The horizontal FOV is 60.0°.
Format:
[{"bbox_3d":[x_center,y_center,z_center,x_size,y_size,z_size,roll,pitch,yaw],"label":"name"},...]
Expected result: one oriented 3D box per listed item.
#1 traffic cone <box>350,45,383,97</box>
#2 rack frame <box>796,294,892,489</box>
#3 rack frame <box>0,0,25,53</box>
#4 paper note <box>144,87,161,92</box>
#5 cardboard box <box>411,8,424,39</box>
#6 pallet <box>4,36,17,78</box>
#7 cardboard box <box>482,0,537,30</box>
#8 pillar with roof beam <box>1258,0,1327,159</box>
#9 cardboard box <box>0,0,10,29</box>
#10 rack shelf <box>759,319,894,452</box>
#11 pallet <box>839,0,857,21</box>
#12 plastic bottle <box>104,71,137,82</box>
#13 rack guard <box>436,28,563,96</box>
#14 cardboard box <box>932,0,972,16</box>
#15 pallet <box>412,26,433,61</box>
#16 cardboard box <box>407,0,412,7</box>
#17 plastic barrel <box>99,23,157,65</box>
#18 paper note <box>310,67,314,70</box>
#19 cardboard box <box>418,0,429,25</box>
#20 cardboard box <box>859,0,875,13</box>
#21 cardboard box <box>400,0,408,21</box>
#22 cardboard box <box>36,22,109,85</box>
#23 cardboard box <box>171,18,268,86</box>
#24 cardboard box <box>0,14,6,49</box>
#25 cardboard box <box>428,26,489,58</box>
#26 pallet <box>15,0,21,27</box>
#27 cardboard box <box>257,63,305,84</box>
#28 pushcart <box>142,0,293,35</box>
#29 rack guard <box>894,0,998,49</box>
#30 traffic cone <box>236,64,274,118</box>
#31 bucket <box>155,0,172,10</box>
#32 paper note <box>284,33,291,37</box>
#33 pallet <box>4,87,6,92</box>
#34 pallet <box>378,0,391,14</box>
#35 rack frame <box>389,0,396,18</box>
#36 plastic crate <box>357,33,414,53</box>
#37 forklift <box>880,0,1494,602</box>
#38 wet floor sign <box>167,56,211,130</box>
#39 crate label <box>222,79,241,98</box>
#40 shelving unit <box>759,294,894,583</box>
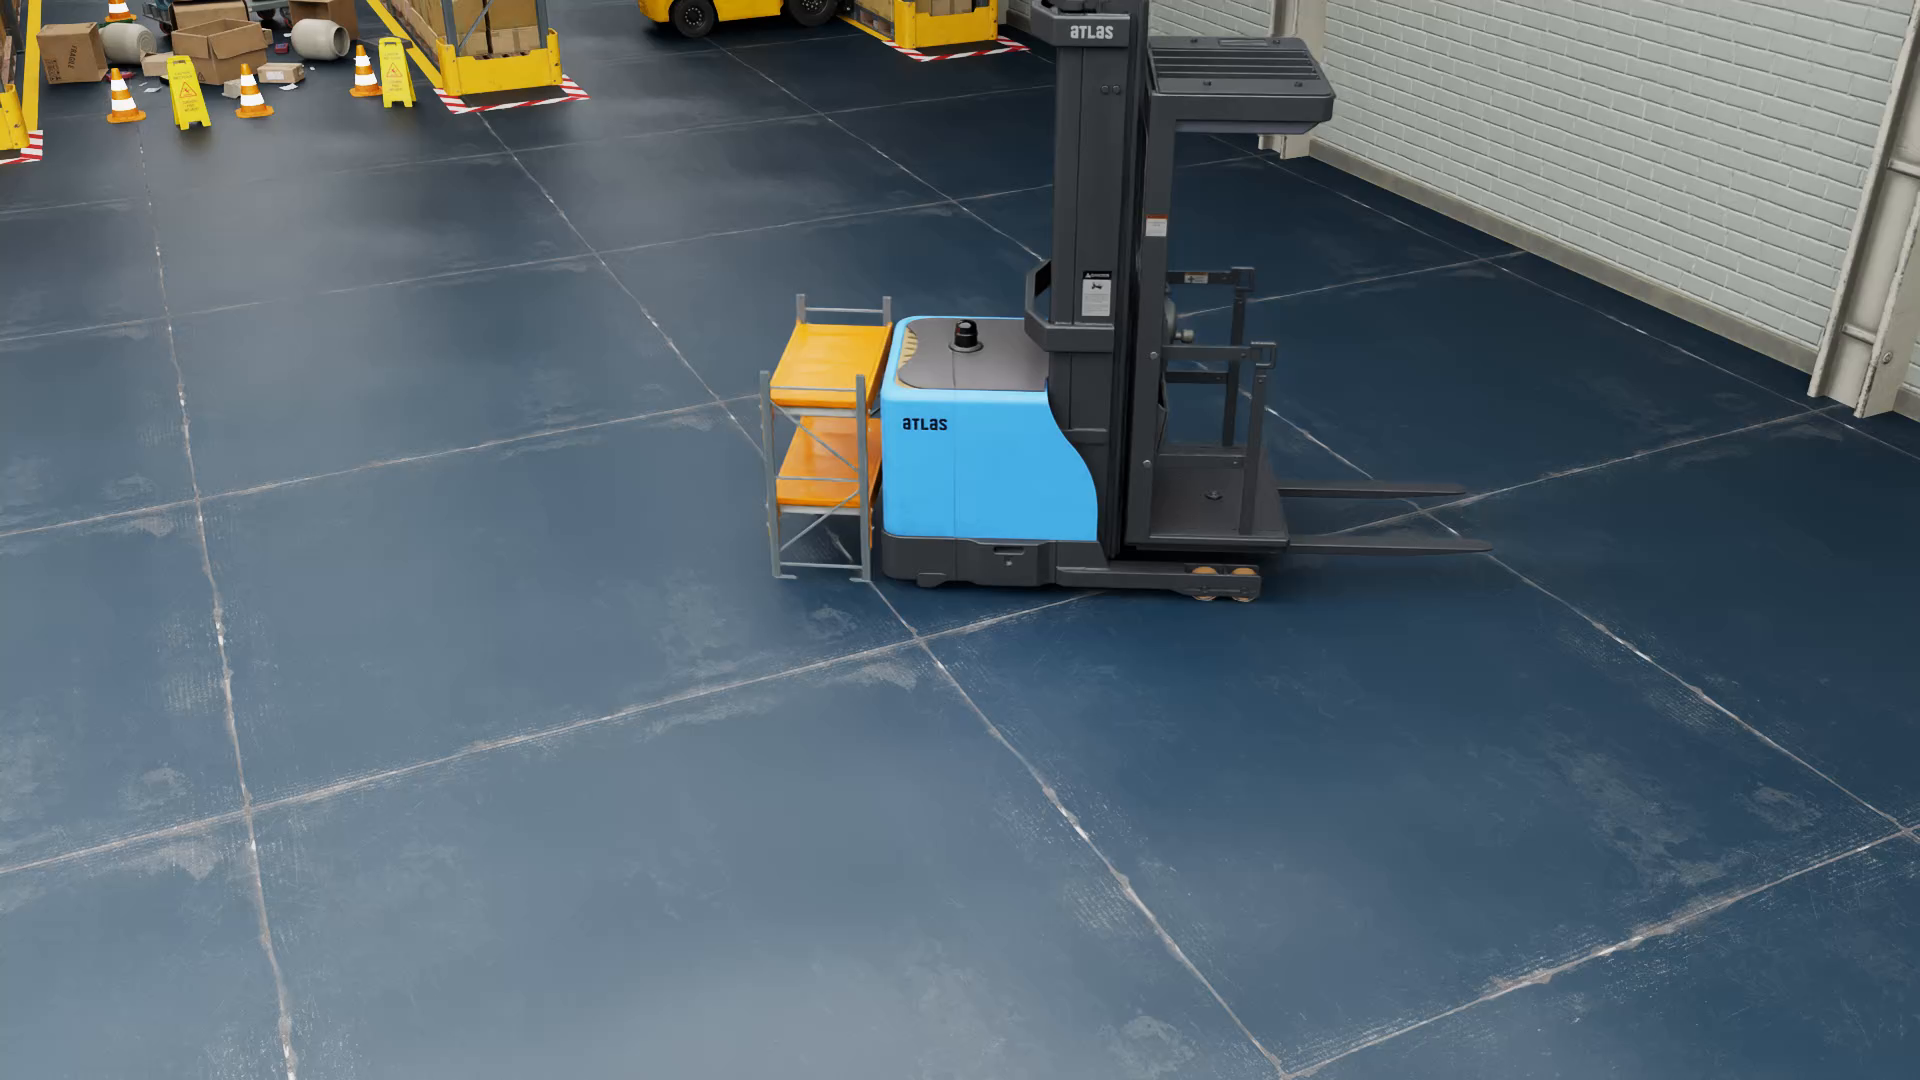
[{"bbox_3d":[-5.993,-4.737,16.724,0.336,0.463,0.334,-13,32,-22],"label":"traffic cone"},{"bbox_3d":[-0.610,-0.790,9.009,0.500,1.125,0.032,2,29,4],"label":"rack frame"},{"bbox_3d":[-10.788,-6.607,17.466,1.000,3.000,0.127,-13,32,-22],"label":"rack frame"},{"bbox_3d":[-8.193,-4.575,16.880,0.144,0.017,0.142,-3,29,-5],"label":"paper note"},{"bbox_3d":[-5.679,-5.669,18.175,0.500,0.250,0.500,-14,32,-24],"label":"cardboard box"},{"bbox_3d":[-10.532,-5.039,17.520,1.003,0.211,1.213,-13,32,-22],"label":"pallet"},{"bbox_3d":[-4.751,-5.660,17.392,0.500,0.500,0.500,-14,32,-24],"label":"cardboard box"},{"bbox_3d":[-0.959,-6.527,11.190,9.100,9.000,0.400,-13,32,-22],"label":"pillar with roof beam"},{"bbox_3d":[-11.136,-6.064,18.369,1.050,0.750,0.750,-13,32,-22],"label":"cardboard box"},{"bbox_3d":[-0.654,-0.798,8.424,0.538,0.278,1.000,2,29,4],"label":"rack shelf"},{"bbox_3d":[-1.048,-6.619,20.338,1.003,0.211,1.213,-13,32,-22],"label":"pallet"},{"bbox_3d":[-8.730,-4.829,17.299,0.133,0.061,0.283,26,38,38],"label":"plastic bottle"},{"bbox_3d":[-4.676,-4.868,16.919,1.175,0.500,0.348,-13,32,-22],"label":"rack guard"},{"bbox_3d":[-0.196,-6.210,19.140,0.500,0.250,0.500,-13,32,-22],"label":"cardboard box"},{"bbox_3d":[-5.513,-5.646,18.603,1.003,0.211,1.213,-13,32,-22],"label":"pallet"},{"bbox_3d":[-5.890,-6.221,18.393,0.500,0.500,0.500,-11,31,-19],"label":"cardboard box"},{"bbox_3d":[-8.916,-5.304,17.777,0.512,0.421,0.421,7,30,13],"label":"plastic barrel"},{"bbox_3d":[-6.891,-5.018,17.689,0.032,0.001,0.123,-13,32,-22],"label":"paper note"},{"bbox_3d":[-5.450,-5.764,17.578,0.500,0.500,0.500,-12,31,-20],"label":"cardboard box"},{"bbox_3d":[-0.854,-6.315,19.327,0.500,0.250,0.500,-13,32,-22],"label":"cardboard box"},{"bbox_3d":[-6.112,-6.124,18.987,0.500,0.250,0.500,-11,31,-19],"label":"cardboard box"},{"bbox_3d":[-9.195,-5.048,17.238,0.500,0.500,0.500,-8,30,-13],"label":"cardboard box"},{"bbox_3d":[-7.684,-5.080,17.294,0.637,0.503,0.797,13,32,21],"label":"cardboard box"},{"bbox_3d":[-10.581,-5.571,17.361,0.875,0.875,0.875,-13,32,-21],"label":"cardboard box"},{"bbox_3d":[-5.244,-5.219,17.373,0.500,0.250,0.500,-13,32,-22],"label":"cardboard box"},{"bbox_3d":[-11.715,-6.256,19.690,1.003,0.211,1.213,-13,32,-22],"label":"pallet"},{"bbox_3d":[-7.030,-4.835,17.221,0.380,0.149,0.250,2,29,4],"label":"cardboard box"},{"bbox_3d":[-8.399,-6.047,19.147,0.936,0.377,1.648,26,38,38],"label":"pushcart"},{"bbox_3d":[-0.152,-5.867,18.702,1.175,0.500,0.348,-13,32,-22],"label":"rack guard"},{"bbox_3d":[-6.850,-4.354,16.041,0.336,0.463,0.334,-13,32,-22],"label":"traffic cone"},{"bbox_3d":[-8.647,-6.266,18.651,0.726,0.611,0.620,-3,19,-5],"label":"bucket"},{"bbox_3d":[-7.674,-5.804,19.069,0.148,0.019,0.142,-13,32,-22],"label":"paper note"},{"bbox_3d":[-9.485,-3.961,15.598,1.003,0.211,1.213,-13,32,-22],"label":"pallet"},{"bbox_3d":[-6.696,-6.819,20.694,1.003,0.211,1.213,-13,32,-22],"label":"pallet"},{"bbox_3d":[-6.361,-7.691,19.399,1.000,3.000,0.127,-13,32,-22],"label":"rack frame"},{"bbox_3d":[-6.427,-5.552,18.569,0.583,0.080,0.402,26,38,38],"label":"plastic crate"},{"bbox_3d":[1.145,-1.241,7.966,3.031,2.935,1.130,1,29,3],"label":"forklift"},{"bbox_3d":[-7.270,-4.216,15.609,0.267,0.644,0.232,-19,35,-30],"label":"wet floor sign"},{"bbox_3d":[-7.243,-4.546,16.717,0.298,0.136,0.250,19,34,30],"label":"crate label"},{"bbox_3d":[-0.654,-0.542,8.567,0.538,1.125,1.048,2,29,4],"label":"shelving unit"}]
